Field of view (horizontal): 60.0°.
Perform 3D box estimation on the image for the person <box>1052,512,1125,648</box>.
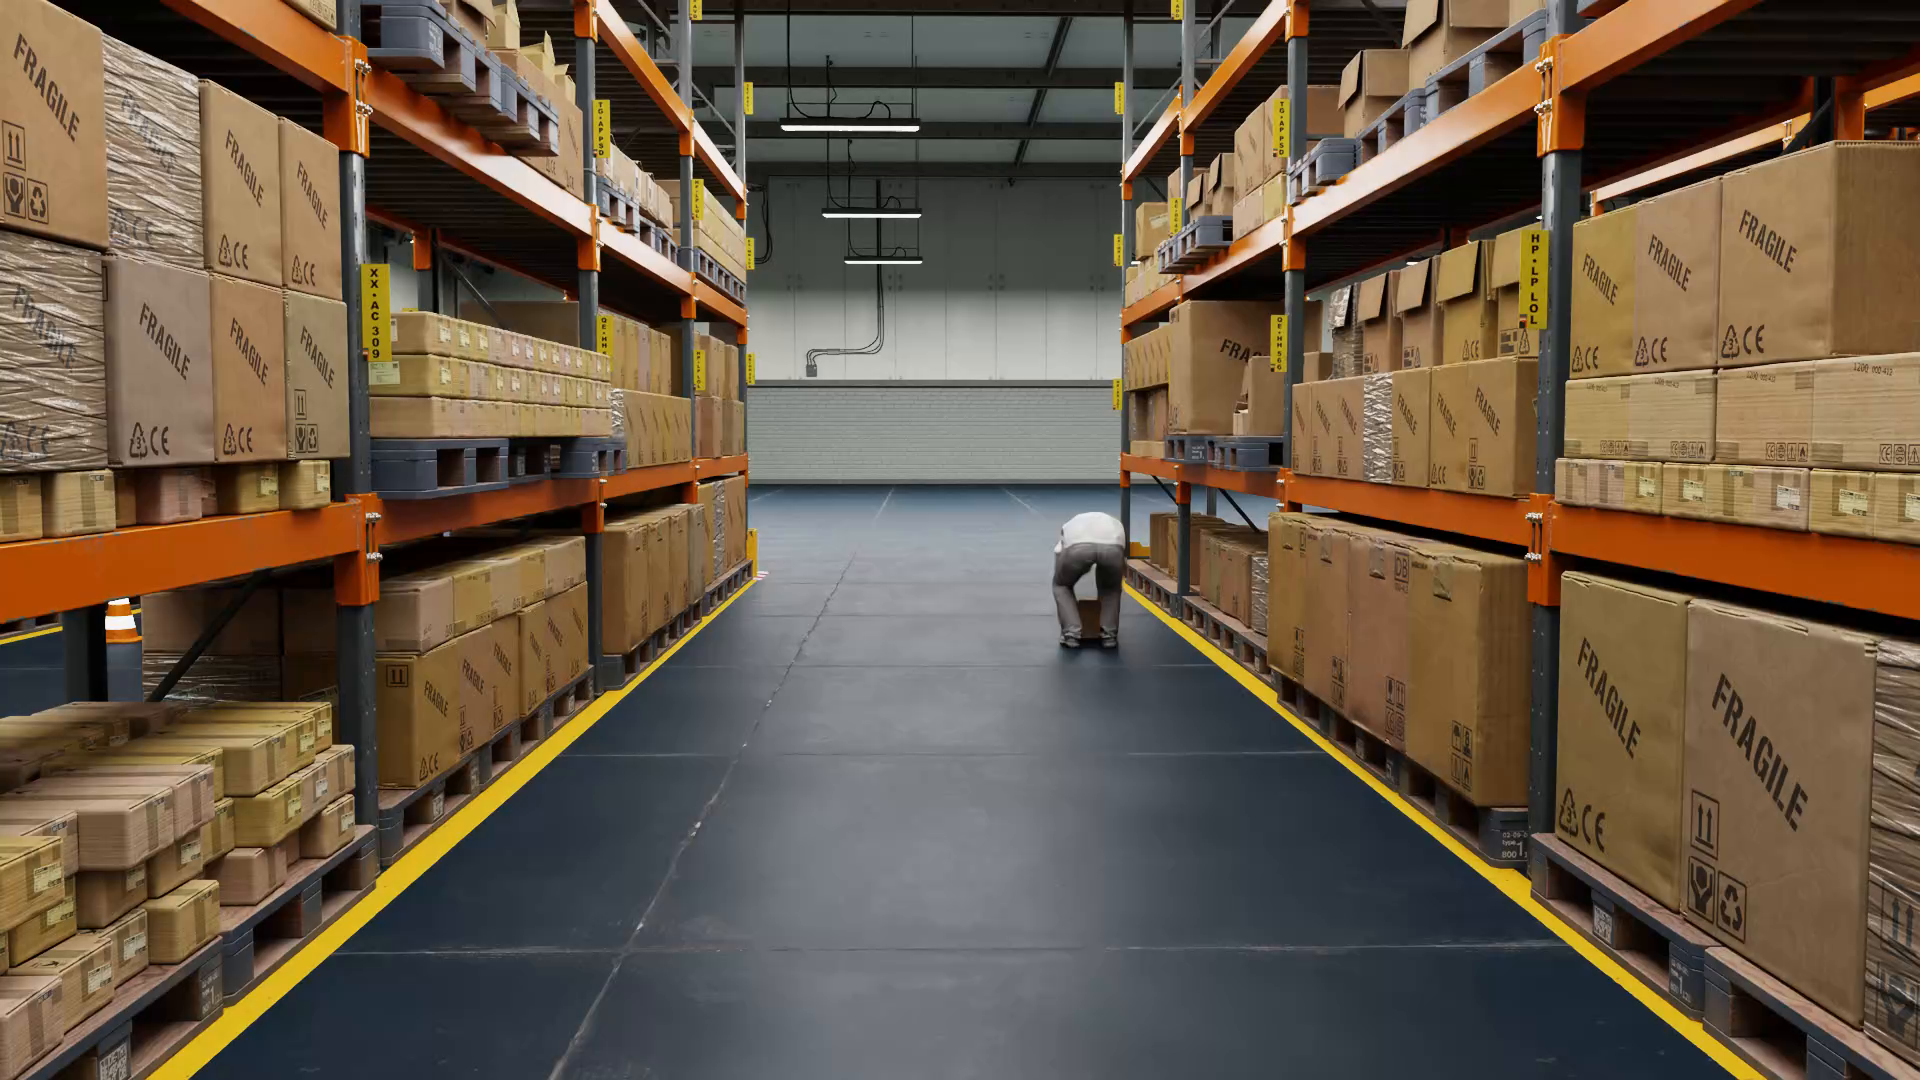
[{"bbox_3d":[0.919,0.270,12.123,0.513,0.960,0.996,0,4,-4],"label":"person"}]
